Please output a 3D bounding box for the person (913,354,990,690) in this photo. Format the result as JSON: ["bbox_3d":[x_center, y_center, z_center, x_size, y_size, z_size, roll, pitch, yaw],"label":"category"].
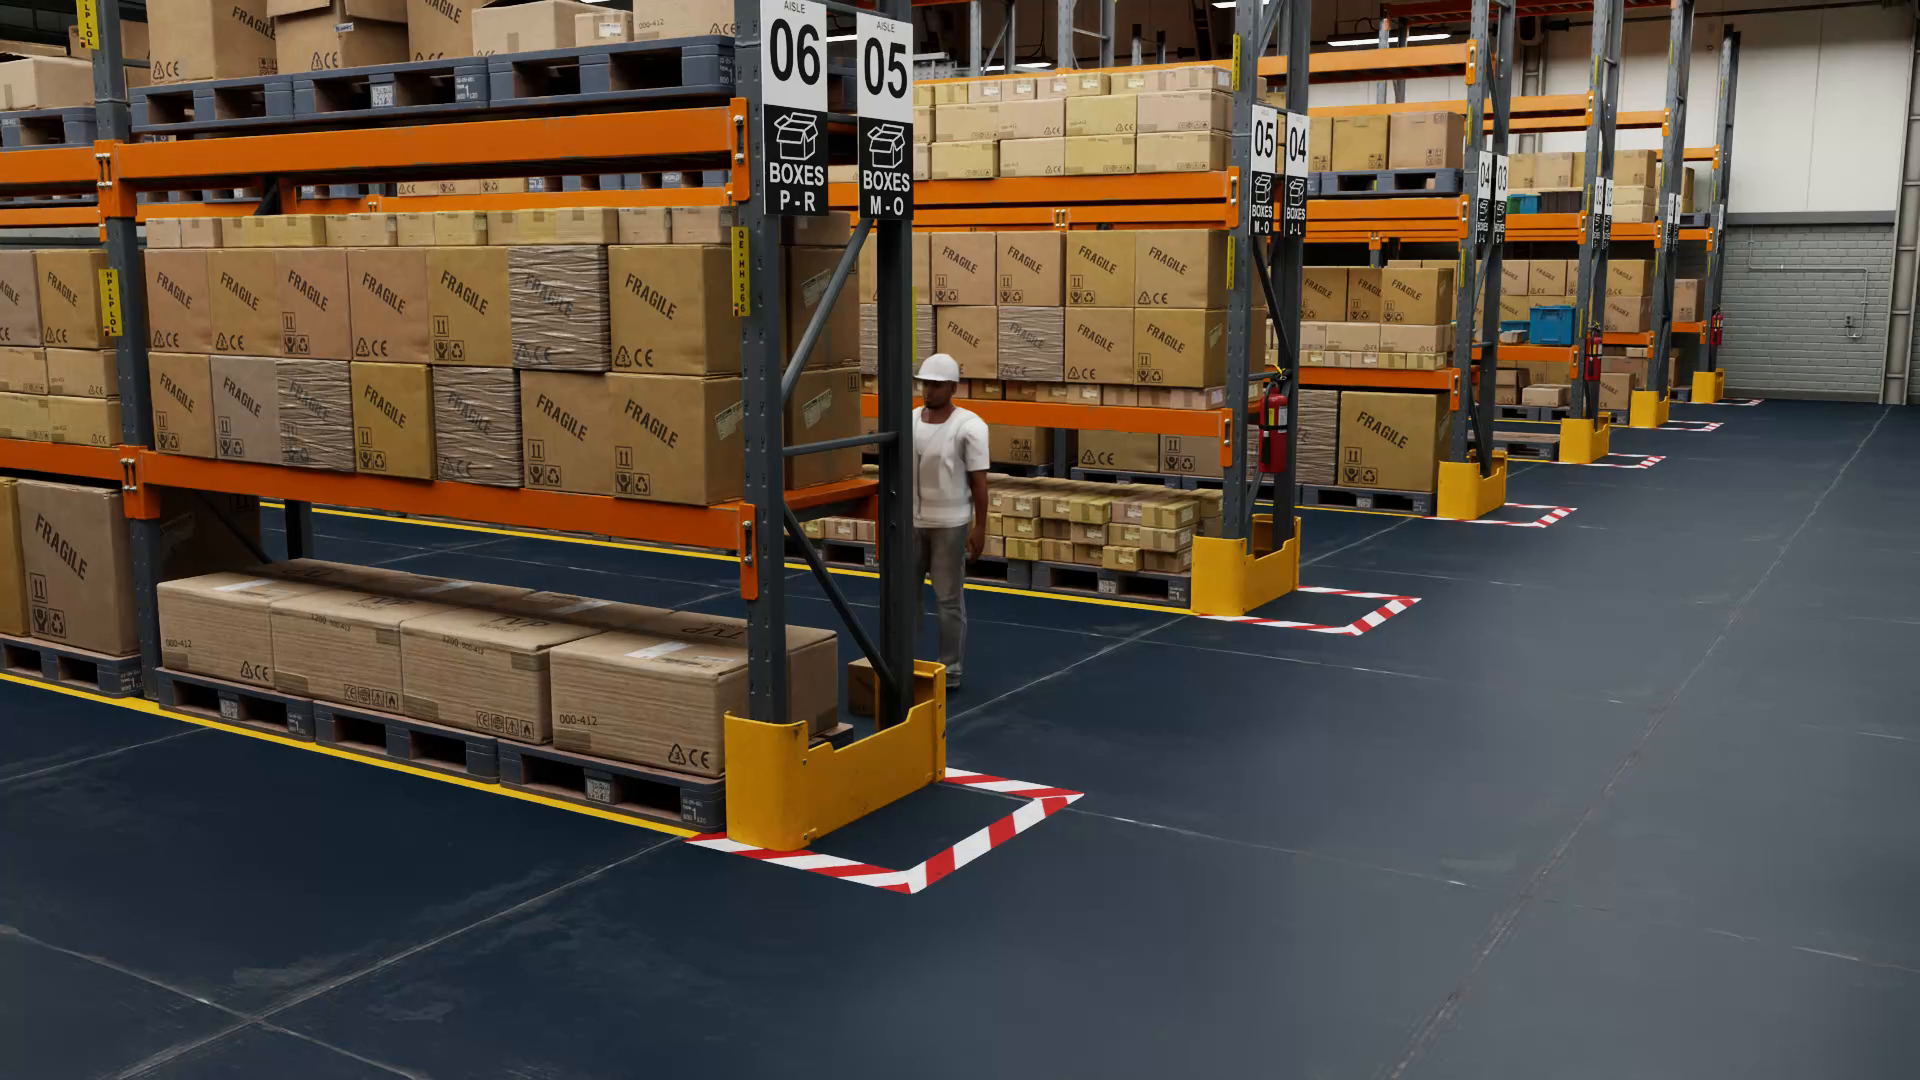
[{"bbox_3d":[-0.147,-0.081,8.683,0.602,1.770,0.392,6,11,31],"label":"person"}]
